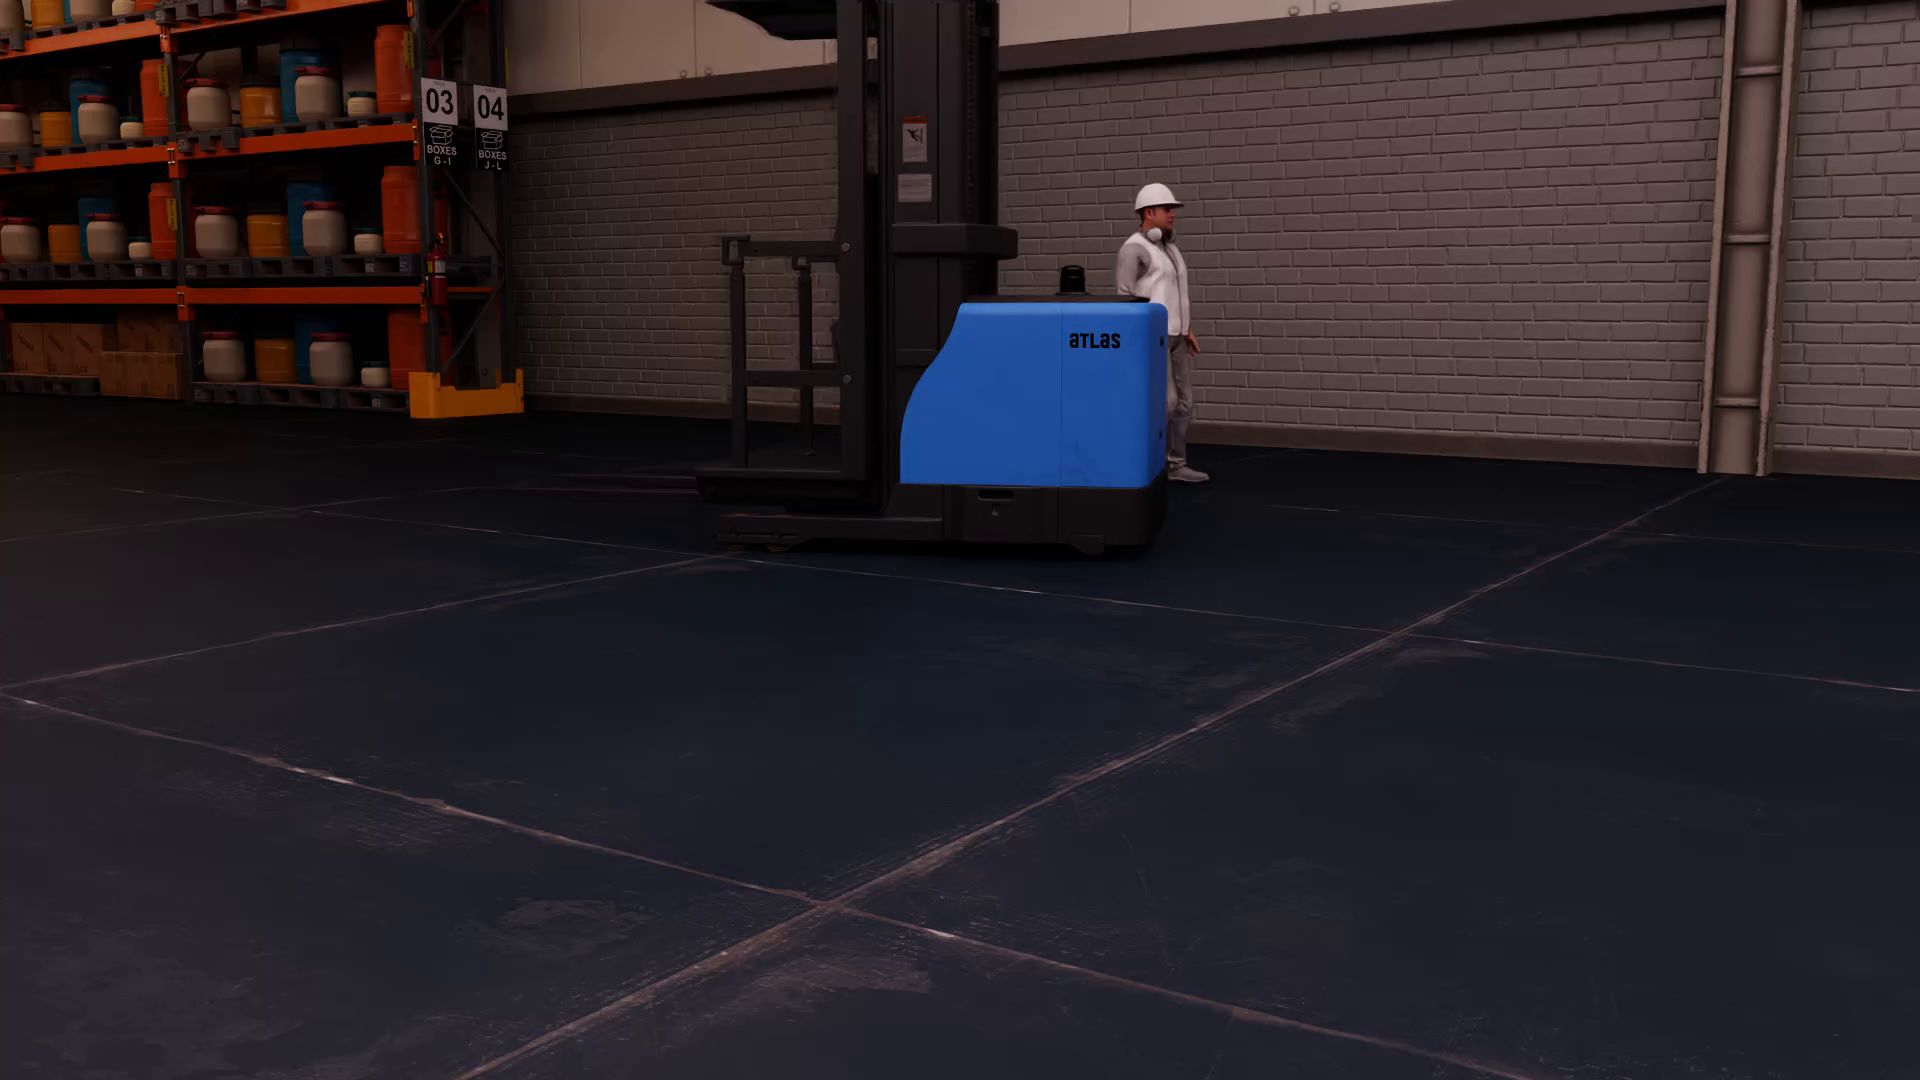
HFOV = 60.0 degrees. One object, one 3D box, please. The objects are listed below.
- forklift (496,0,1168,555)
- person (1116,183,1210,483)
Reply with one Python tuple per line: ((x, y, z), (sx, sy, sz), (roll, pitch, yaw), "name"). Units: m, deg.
((-0.596, -1.469, 7.520), (3.031, 2.935, 1.130), (2, 8, 12), "forklift")
((1.177, -1.197, 9.771), (0.408, 1.762, 0.700), (6, 10, 35), "person")
